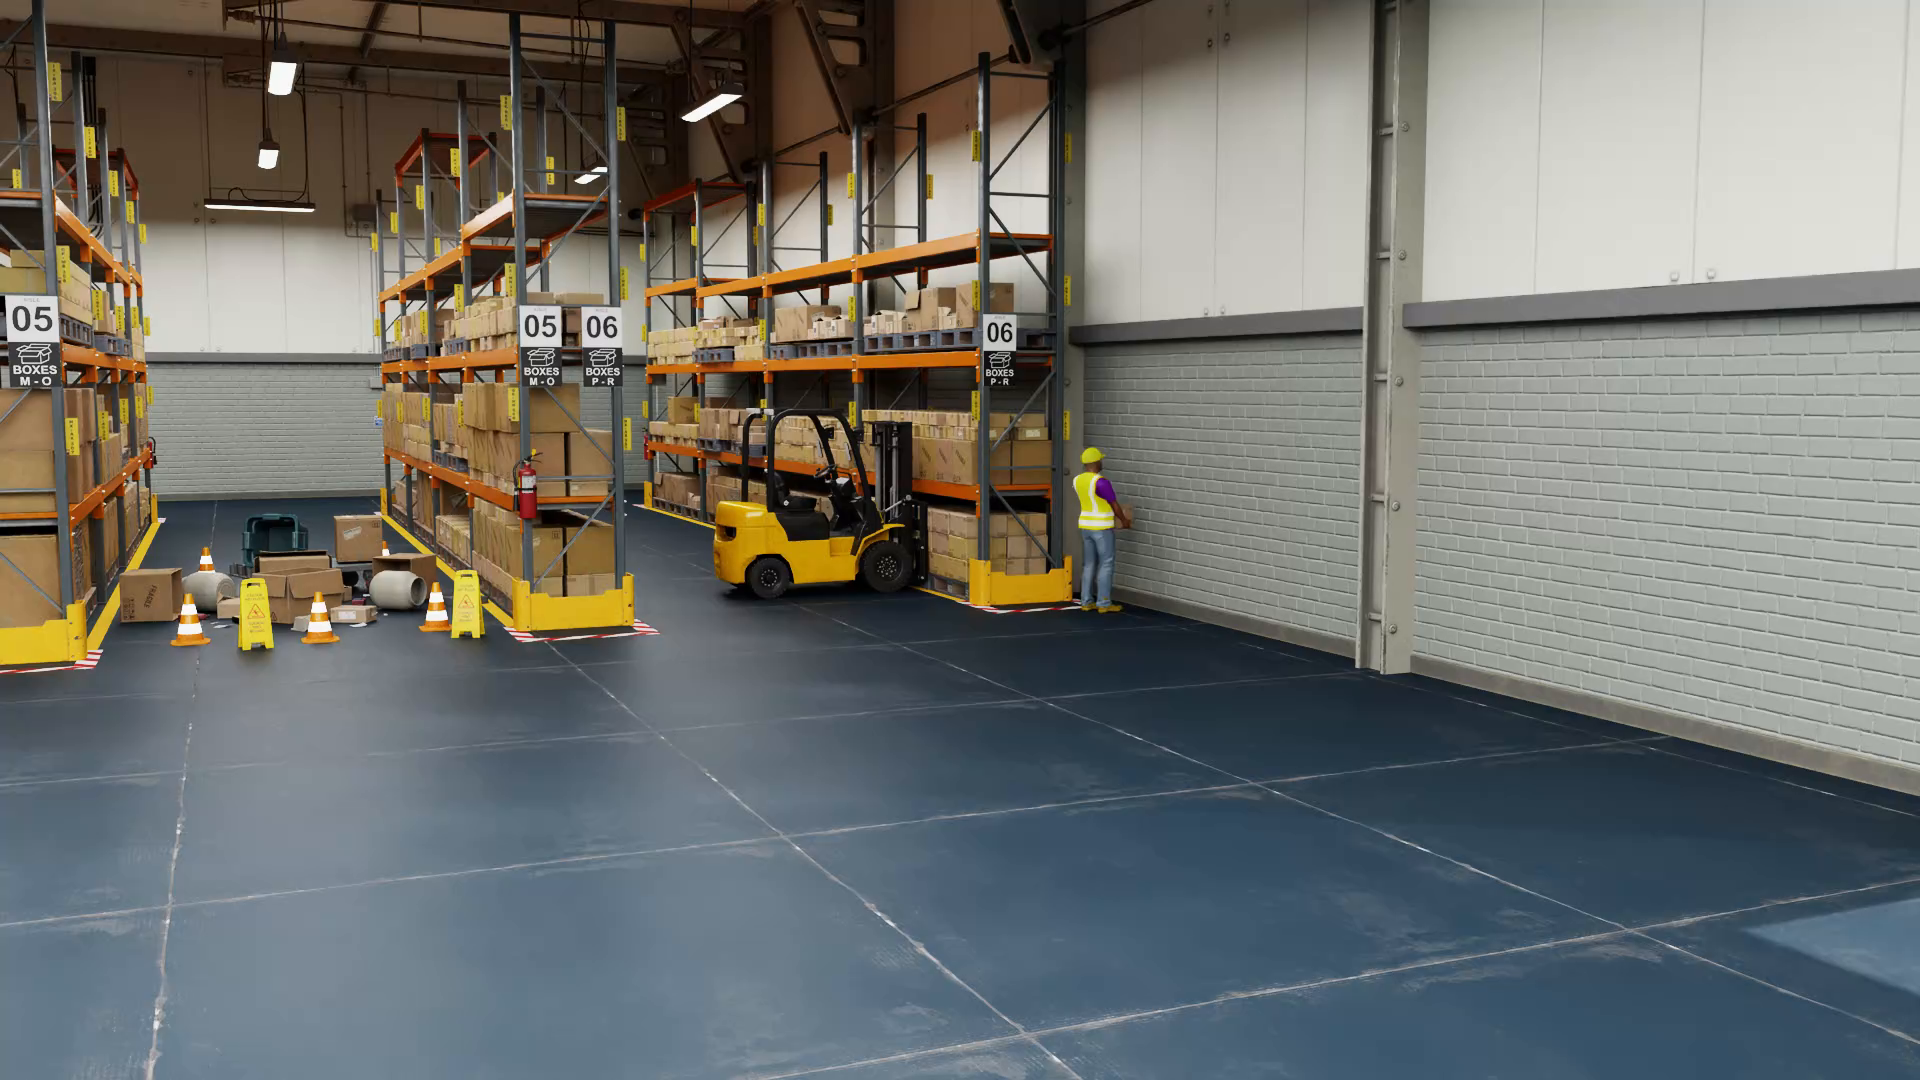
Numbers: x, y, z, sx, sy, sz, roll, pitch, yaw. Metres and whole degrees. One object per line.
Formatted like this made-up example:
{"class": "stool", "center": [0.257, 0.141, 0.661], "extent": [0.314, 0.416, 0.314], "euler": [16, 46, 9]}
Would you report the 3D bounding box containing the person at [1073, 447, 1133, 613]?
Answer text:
{"class": "person", "center": [1.546, -0.116, 17.876], "extent": [0.575, 1.767, 0.510], "euler": [-3, 6, -33]}
